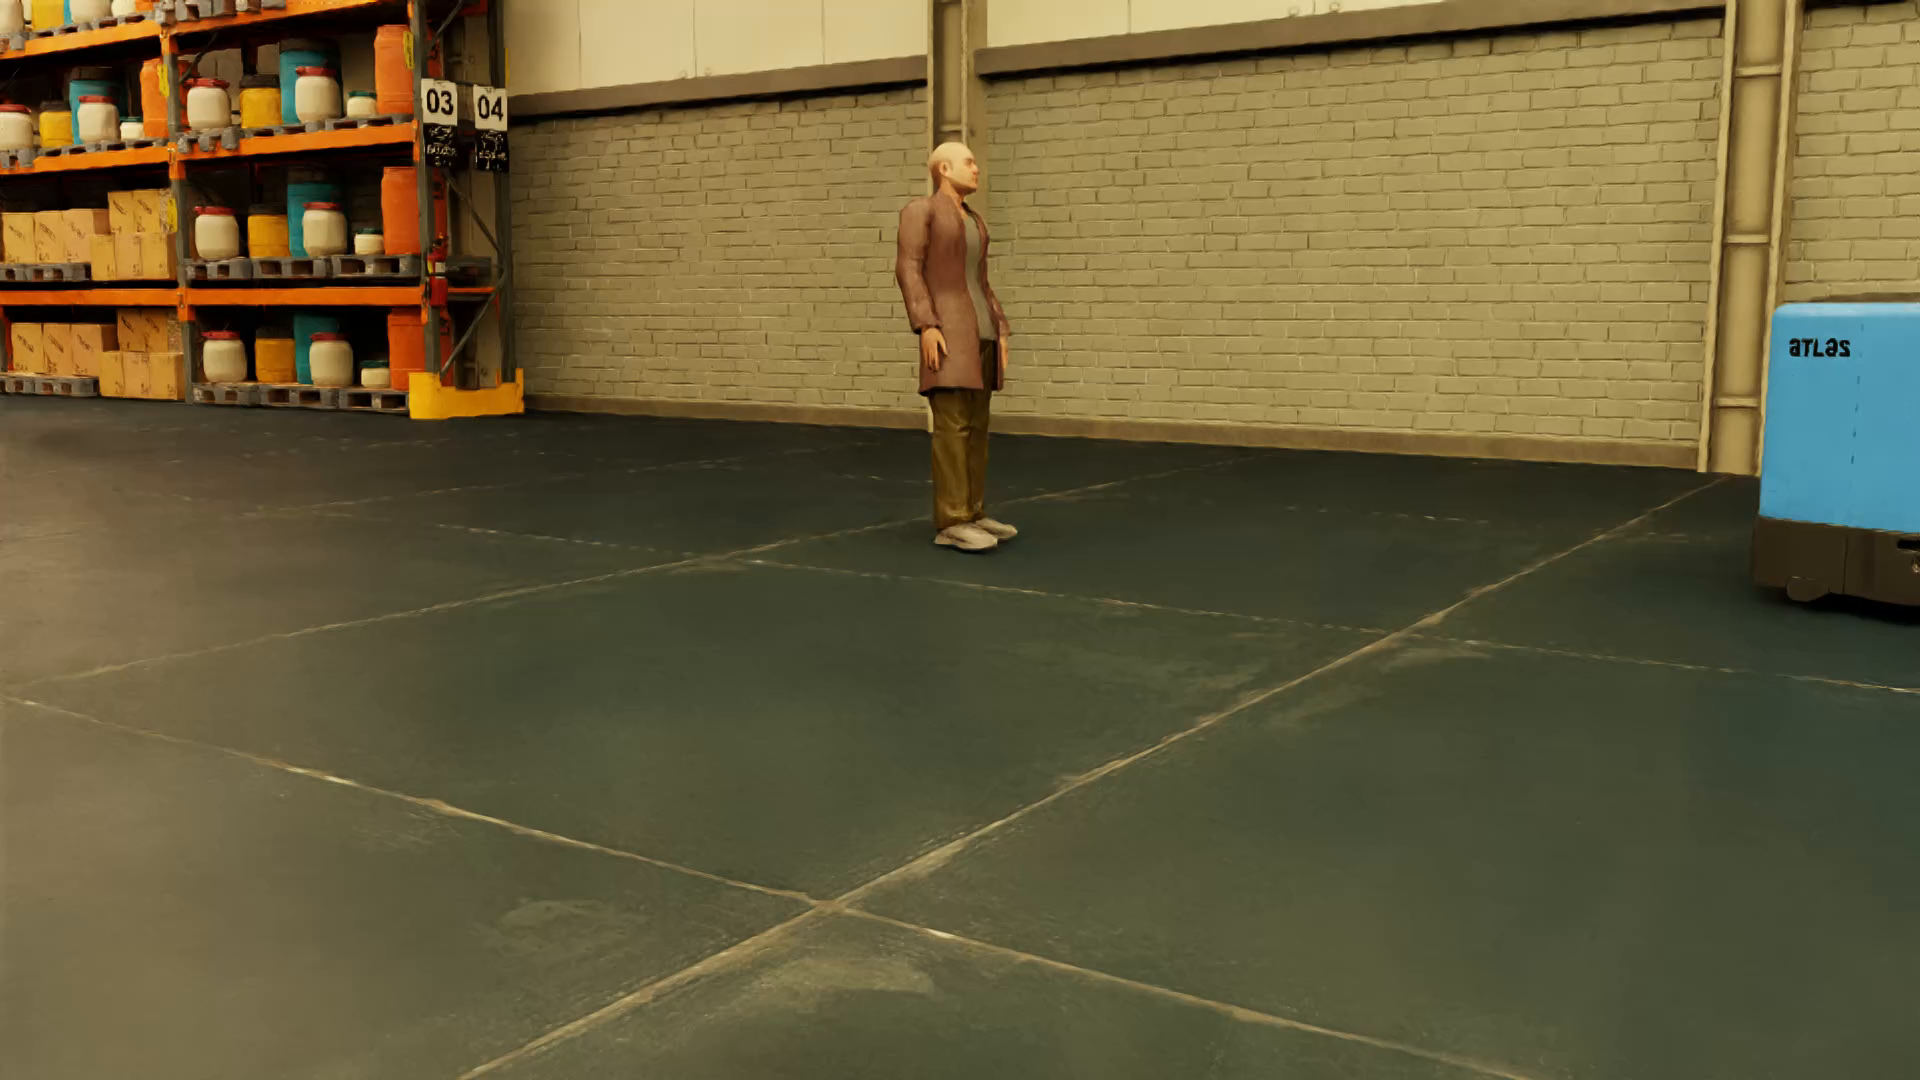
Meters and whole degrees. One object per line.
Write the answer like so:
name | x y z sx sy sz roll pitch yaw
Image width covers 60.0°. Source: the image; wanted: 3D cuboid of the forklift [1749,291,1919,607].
forklift | 4.149 -1.104 4.956 1.130 2.935 3.031 -6 10 -36

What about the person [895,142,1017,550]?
person | 0.073 -0.880 7.423 0.580 1.776 0.694 5 10 34
